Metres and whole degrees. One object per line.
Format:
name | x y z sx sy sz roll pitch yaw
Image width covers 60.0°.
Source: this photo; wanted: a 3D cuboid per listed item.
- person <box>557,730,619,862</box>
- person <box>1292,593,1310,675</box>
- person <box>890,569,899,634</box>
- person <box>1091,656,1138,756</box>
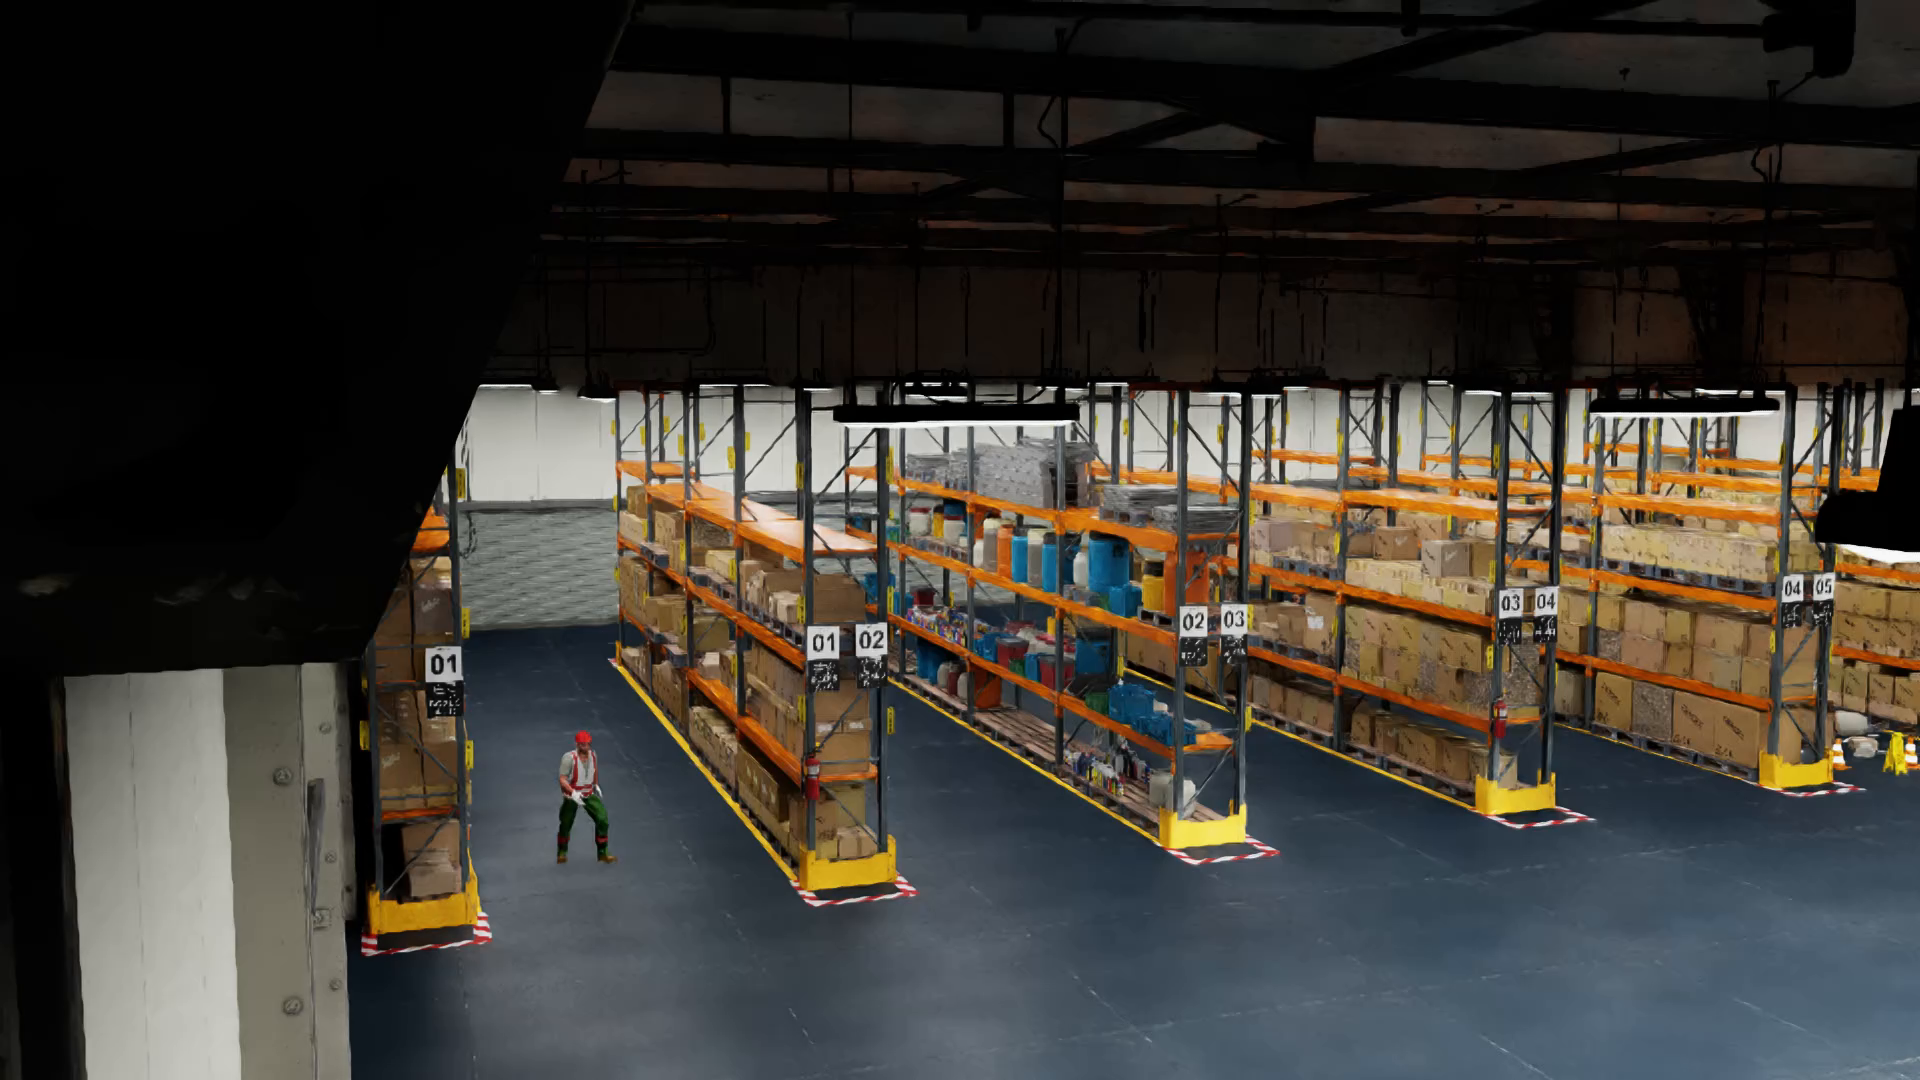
person | -4.800 3.210 21.054 0.675 1.663 0.774 -5 8 -40
person | 6.839 1.904 34.007 0.544 1.646 1.102 -2 6 -17
person | -1.694 1.425 39.086 0.411 1.534 0.956 -3 7 -28
person | 2.467 2.675 26.880 0.704 1.637 0.544 5 8 37
